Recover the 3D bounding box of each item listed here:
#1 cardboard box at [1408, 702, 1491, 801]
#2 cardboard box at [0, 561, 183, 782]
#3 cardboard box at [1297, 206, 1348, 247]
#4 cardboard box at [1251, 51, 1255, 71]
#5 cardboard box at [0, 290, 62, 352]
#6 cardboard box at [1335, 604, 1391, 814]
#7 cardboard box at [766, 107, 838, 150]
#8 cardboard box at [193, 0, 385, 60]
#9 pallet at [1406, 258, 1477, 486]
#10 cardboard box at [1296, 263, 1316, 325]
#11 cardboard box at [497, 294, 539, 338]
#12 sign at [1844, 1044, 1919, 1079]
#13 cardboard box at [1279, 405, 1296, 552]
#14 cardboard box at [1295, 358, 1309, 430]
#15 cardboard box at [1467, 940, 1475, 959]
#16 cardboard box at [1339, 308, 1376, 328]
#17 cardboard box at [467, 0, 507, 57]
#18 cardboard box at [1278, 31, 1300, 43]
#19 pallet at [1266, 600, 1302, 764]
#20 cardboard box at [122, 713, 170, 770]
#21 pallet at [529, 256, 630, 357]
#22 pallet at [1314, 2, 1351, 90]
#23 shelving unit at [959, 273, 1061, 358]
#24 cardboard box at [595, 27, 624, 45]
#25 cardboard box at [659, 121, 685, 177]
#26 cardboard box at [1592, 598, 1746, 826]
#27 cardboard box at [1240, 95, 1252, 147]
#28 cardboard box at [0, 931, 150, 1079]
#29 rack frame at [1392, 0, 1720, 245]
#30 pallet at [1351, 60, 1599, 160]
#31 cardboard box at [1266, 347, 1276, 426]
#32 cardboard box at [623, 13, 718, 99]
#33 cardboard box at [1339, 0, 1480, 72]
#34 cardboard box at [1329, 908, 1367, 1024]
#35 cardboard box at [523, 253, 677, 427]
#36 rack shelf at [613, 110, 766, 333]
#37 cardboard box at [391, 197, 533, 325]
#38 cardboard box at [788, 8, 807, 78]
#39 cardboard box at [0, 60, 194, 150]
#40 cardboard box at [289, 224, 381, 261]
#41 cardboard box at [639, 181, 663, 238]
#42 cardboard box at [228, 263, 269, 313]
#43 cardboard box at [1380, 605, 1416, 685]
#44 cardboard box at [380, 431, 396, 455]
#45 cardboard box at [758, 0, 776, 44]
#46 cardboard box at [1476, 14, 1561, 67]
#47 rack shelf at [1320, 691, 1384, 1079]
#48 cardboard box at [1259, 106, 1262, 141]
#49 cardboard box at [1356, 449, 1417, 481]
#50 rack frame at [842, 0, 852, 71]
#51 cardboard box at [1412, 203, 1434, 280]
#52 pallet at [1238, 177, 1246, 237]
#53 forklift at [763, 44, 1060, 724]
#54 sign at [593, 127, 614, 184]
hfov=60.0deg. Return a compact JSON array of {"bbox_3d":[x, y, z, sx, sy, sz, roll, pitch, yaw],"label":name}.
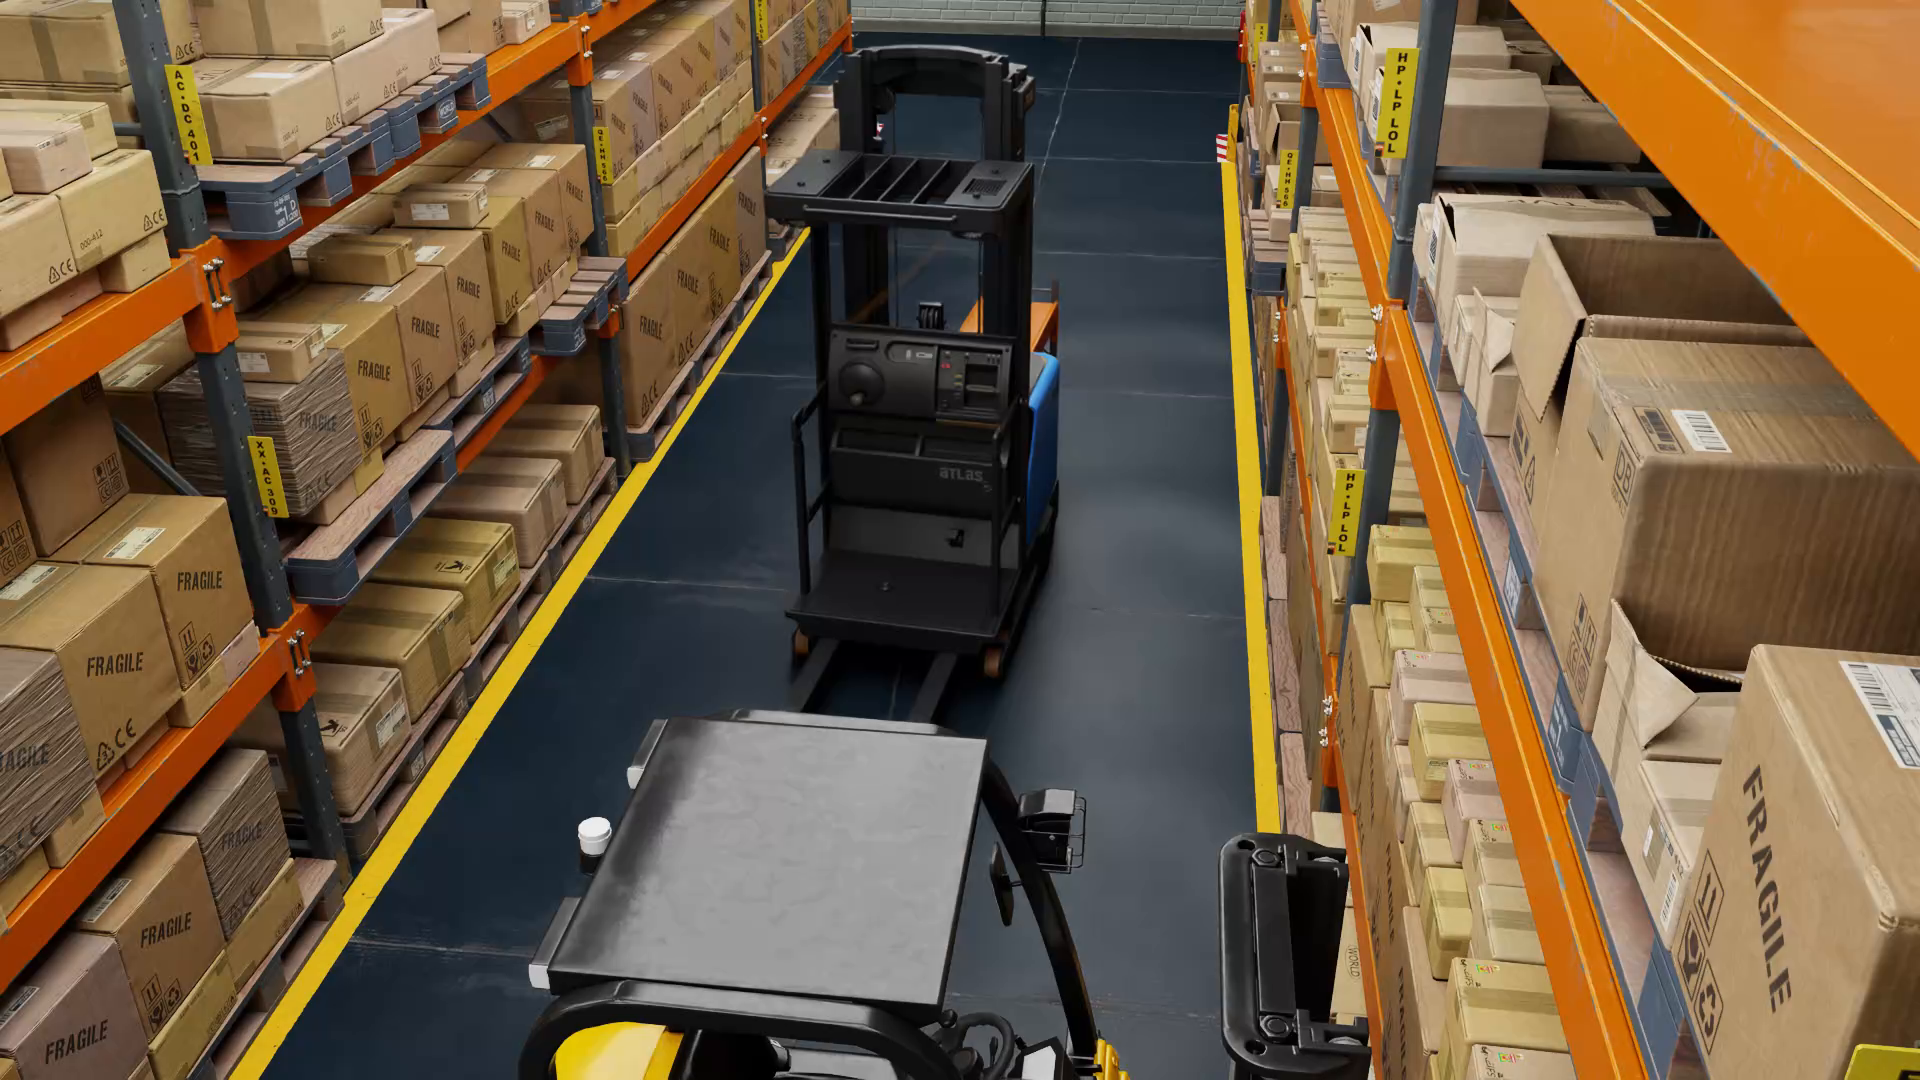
[{"bbox_3d":[1.410,0.571,4.425,0.380,0.149,0.250,3,28,5],"label":"cardboard box"},{"bbox_3d":[-2.944,0.415,5.398,0.500,0.500,0.500,4,29,8],"label":"cardboard box"},{"bbox_3d":[2.005,-1.669,8.896,0.380,0.149,0.250,4,29,8],"label":"cardboard box"},{"bbox_3d":[2.785,-4.260,14.760,0.380,0.149,0.250,4,29,7],"label":"cardboard box"},{"bbox_3d":[-2.942,-0.684,4.960,0.380,0.149,0.250,4,29,7],"label":"cardboard box"},{"bbox_3d":[1.533,0.560,5.442,0.500,0.500,0.500,3,28,5],"label":"cardboard box"},{"bbox_3d":[-1.695,-3.834,15.962,0.875,0.438,0.875,4,29,8],"label":"cardboard box"},{"bbox_3d":[-2.560,-2.023,6.367,0.500,0.250,0.500,3,28,5],"label":"cardboard box"},{"bbox_3d":[1.768,-0.468,4.387,1.003,0.211,1.213,3,28,6],"label":"pallet"},{"bbox_3d":[1.977,-1.196,8.439,0.500,0.250,0.500,4,29,8],"label":"cardboard box"},{"bbox_3d":[-2.403,-1.165,8.572,0.380,0.149,0.250,4,29,7],"label":"cardboard box"},{"bbox_3d":[0.820,0.580,1.498,0.100,0.325,0.005,3,28,6],"label":"sign"},{"bbox_3d":[2.247,-0.319,9.240,0.875,0.625,0.625,4,29,8],"label":"cardboard box"},{"bbox_3d":[1.917,-0.732,8.105,0.500,0.250,0.500,2,28,5],"label":"cardboard box"},{"bbox_3d":[1.374,1.067,3.818,0.380,0.149,0.250,3,28,6],"label":"cardboard box"},{"bbox_3d":[1.922,-0.933,7.529,0.380,0.149,0.250,3,28,6],"label":"cardboard box"},{"bbox_3d":[-2.716,-2.678,8.290,0.700,0.500,0.500,3,28,6],"label":"cardboard box"},{"bbox_3d":[2.768,-4.145,14.125,0.500,0.250,0.500,3,28,6],"label":"cardboard box"},{"bbox_3d":[2.045,0.713,8.204,1.003,0.211,1.213,3,28,6],"label":"pallet"},{"bbox_3d":[-2.950,0.640,5.665,0.380,0.149,0.250,3,29,6],"label":"cardboard box"},{"bbox_3d":[-2.572,-1.333,9.264,1.213,0.211,1.003,3,28,6],"label":"pallet"},{"bbox_3d":[2.342,-2.385,8.051,1.213,0.211,1.003,5,29,9],"label":"pallet"},{"bbox_3d":[0.261,-0.927,10.285,0.538,1.125,1.048,6,29,11],"label":"shelving unit"},{"bbox_3d":[-2.595,-3.215,11.395,0.500,0.500,0.500,3,28,5],"label":"cardboard box"},{"bbox_3d":[-2.145,-2.614,11.071,0.500,0.250,0.500,3,28,6],"label":"cardboard box"},{"bbox_3d":[1.188,0.276,2.506,0.396,0.266,0.258,3,29,6],"label":"cardboard box"},{"bbox_3d":[3.148,-4.041,16.278,0.797,0.503,0.637,2,28,4],"label":"cardboard box"},{"bbox_3d":[-3.008,1.593,5.296,0.500,0.500,0.500,5,29,9],"label":"cardboard box"},{"bbox_3d":[1.847,-2.231,4.402,1.000,3.000,0.127,3,28,6],"label":"rack frame"},{"bbox_3d":[2.208,-1.858,7.074,1.003,0.211,1.213,5,29,9],"label":"pallet"},{"bbox_3d":[2.247,-1.003,10.642,0.500,0.500,0.500,3,28,5],"label":"cardboard box"},{"bbox_3d":[-2.043,-3.420,11.775,0.500,0.500,0.500,4,29,8],"label":"cardboard box"},{"bbox_3d":[1.881,-2.260,6.966,0.500,0.500,0.500,4,29,7],"label":"cardboard box"},{"bbox_3d":[1.403,1.446,5.306,0.500,0.250,0.500,3,28,6],"label":"cardboard box"},{"bbox_3d":[-2.423,-1.329,10.851,0.875,0.875,0.875,3,28,6],"label":"cardboard box"},{"bbox_3d":[-2.345,-2.384,11.770,1.077,0.370,4.000,3,28,6],"label":"rack shelf"},{"bbox_3d":[-2.483,-1.407,8.337,0.500,0.500,0.500,1,28,3],"label":"cardboard box"},{"bbox_3d":[-1.649,-4.362,14.578,0.500,0.500,0.500,4,29,7],"label":"cardboard box"},{"bbox_3d":[-3.152,-1.599,6.108,0.500,0.250,0.500,3,28,5],"label":"cardboard box"},{"bbox_3d":[-3.059,-1.189,7.933,0.500,0.500,0.500,2,28,4],"label":"cardboard box"},{"bbox_3d":[-2.235,-2.151,10.739,0.500,0.250,0.500,3,28,5],"label":"cardboard box"},{"bbox_3d":[-3.176,-1.077,7.041,0.380,0.149,0.250,3,28,5],"label":"cardboard box"},{"bbox_3d":[1.516,0.338,5.171,0.380,0.149,0.250,4,29,7],"label":"cardboard box"},{"bbox_3d":[-2.701,-0.447,7.239,0.380,0.149,0.250,5,29,9],"label":"cardboard box"},{"bbox_3d":[-1.801,-4.336,13.476,0.500,0.500,0.500,4,29,7],"label":"cardboard box"},{"bbox_3d":[2.350,-2.132,7.081,0.380,0.166,0.250,3,28,6],"label":"cardboard box"},{"bbox_3d":[1.602,1.669,4.248,1.077,0.370,4.000,3,28,6],"label":"rack shelf"},{"bbox_3d":[2.276,-2.849,11.575,0.396,0.266,0.258,5,29,9],"label":"cardboard box"},{"bbox_3d":[1.682,-0.215,6.198,0.380,0.149,0.250,3,28,5],"label":"cardboard box"},{"bbox_3d":[-1.610,-5.525,16.842,1.000,3.000,0.127,3,28,6],"label":"rack frame"},{"bbox_3d":[1.490,-0.835,4.691,0.380,0.149,0.250,4,29,7],"label":"cardboard box"},{"bbox_3d":[3.059,-3.027,15.145,1.003,0.211,1.213,3,28,6],"label":"pallet"},{"bbox_3d":[-0.248,-0.779,8.105,1.130,2.935,3.031,6,29,11],"label":"forklift"},{"bbox_3d":[-2.050,-2.207,9.546,0.100,0.325,0.005,3,28,6],"label":"sign"}]
